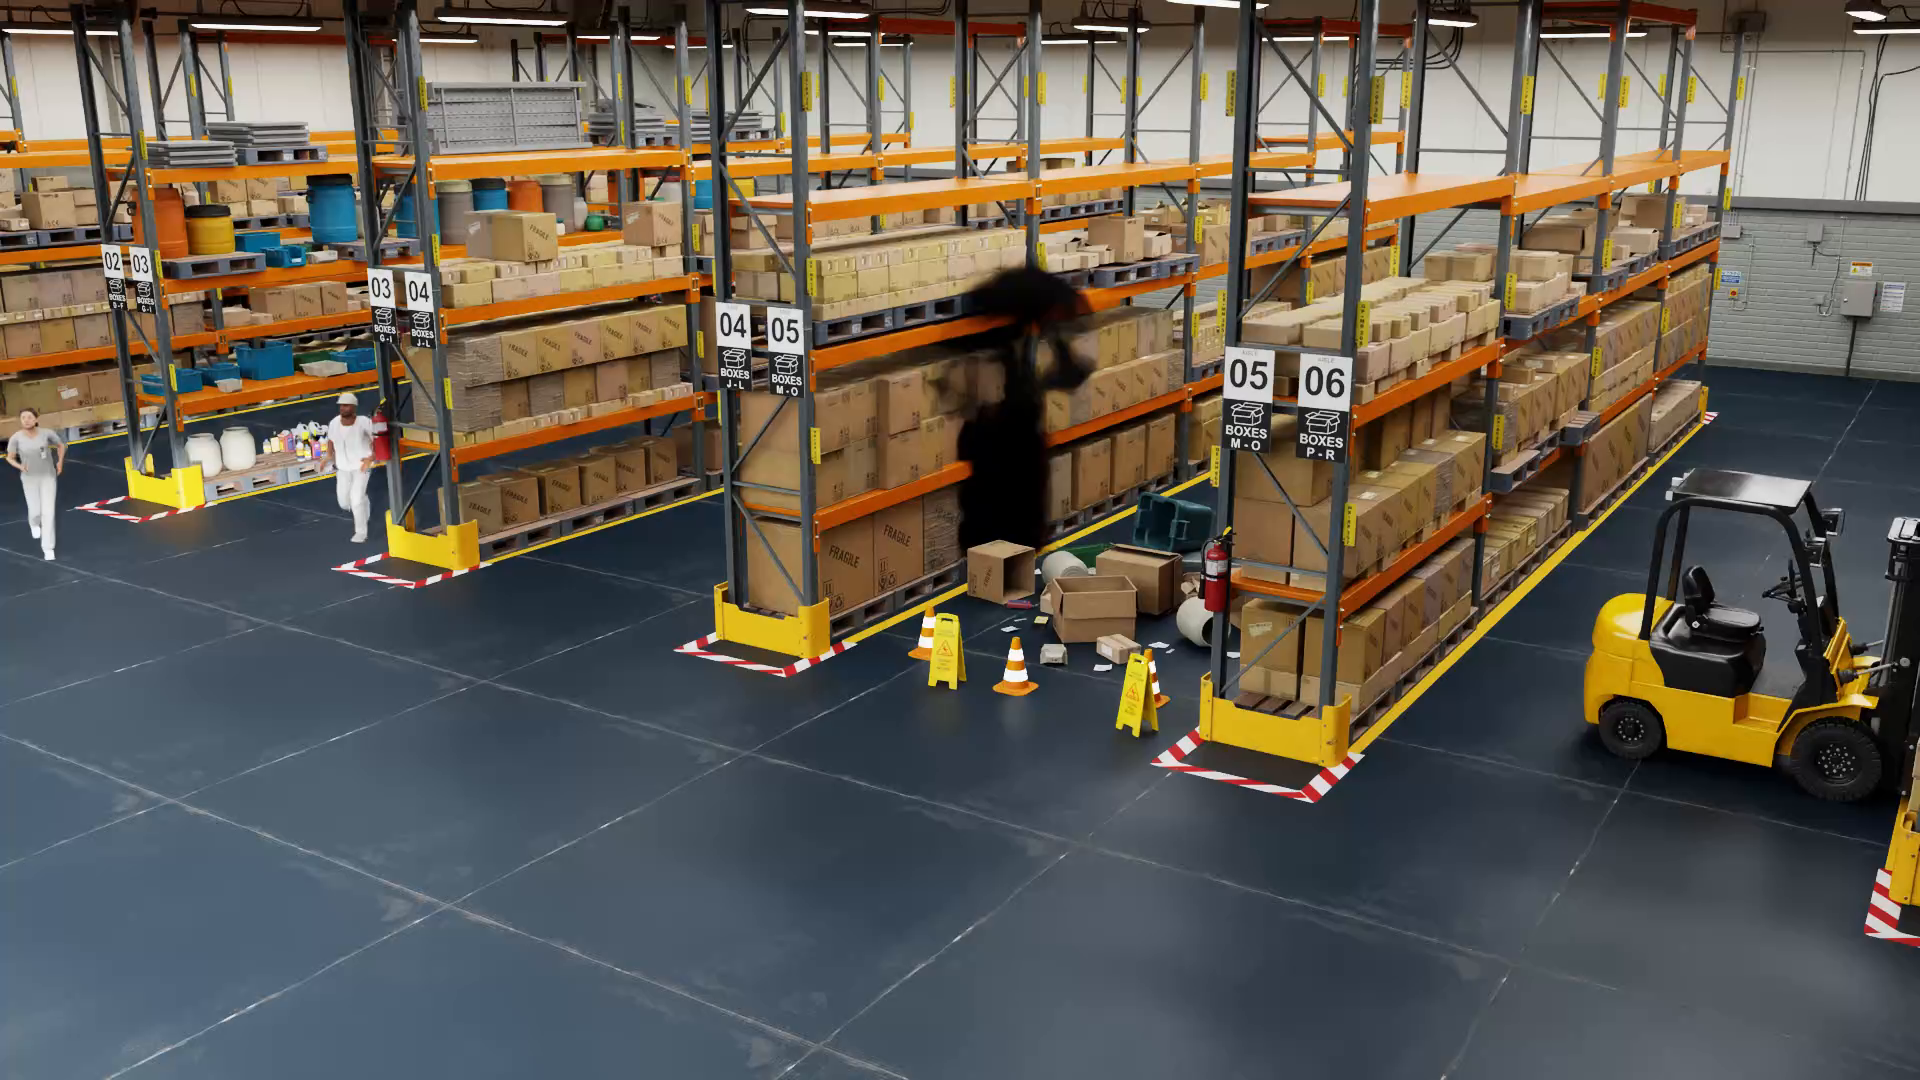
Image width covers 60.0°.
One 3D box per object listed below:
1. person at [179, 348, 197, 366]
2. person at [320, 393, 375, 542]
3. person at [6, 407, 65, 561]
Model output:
[{"bbox_3d":[-13.635,-3.576,28.995,0.548,1.762,0.744,8,17,25],"label":"person"},{"bbox_3d":[-6.932,-0.858,19.130,0.716,1.711,0.599,3,16,10],"label":"person"},{"bbox_3d":[-10.274,-0.672,18.569,0.577,1.670,0.911,-7,17,-25],"label":"person"}]
